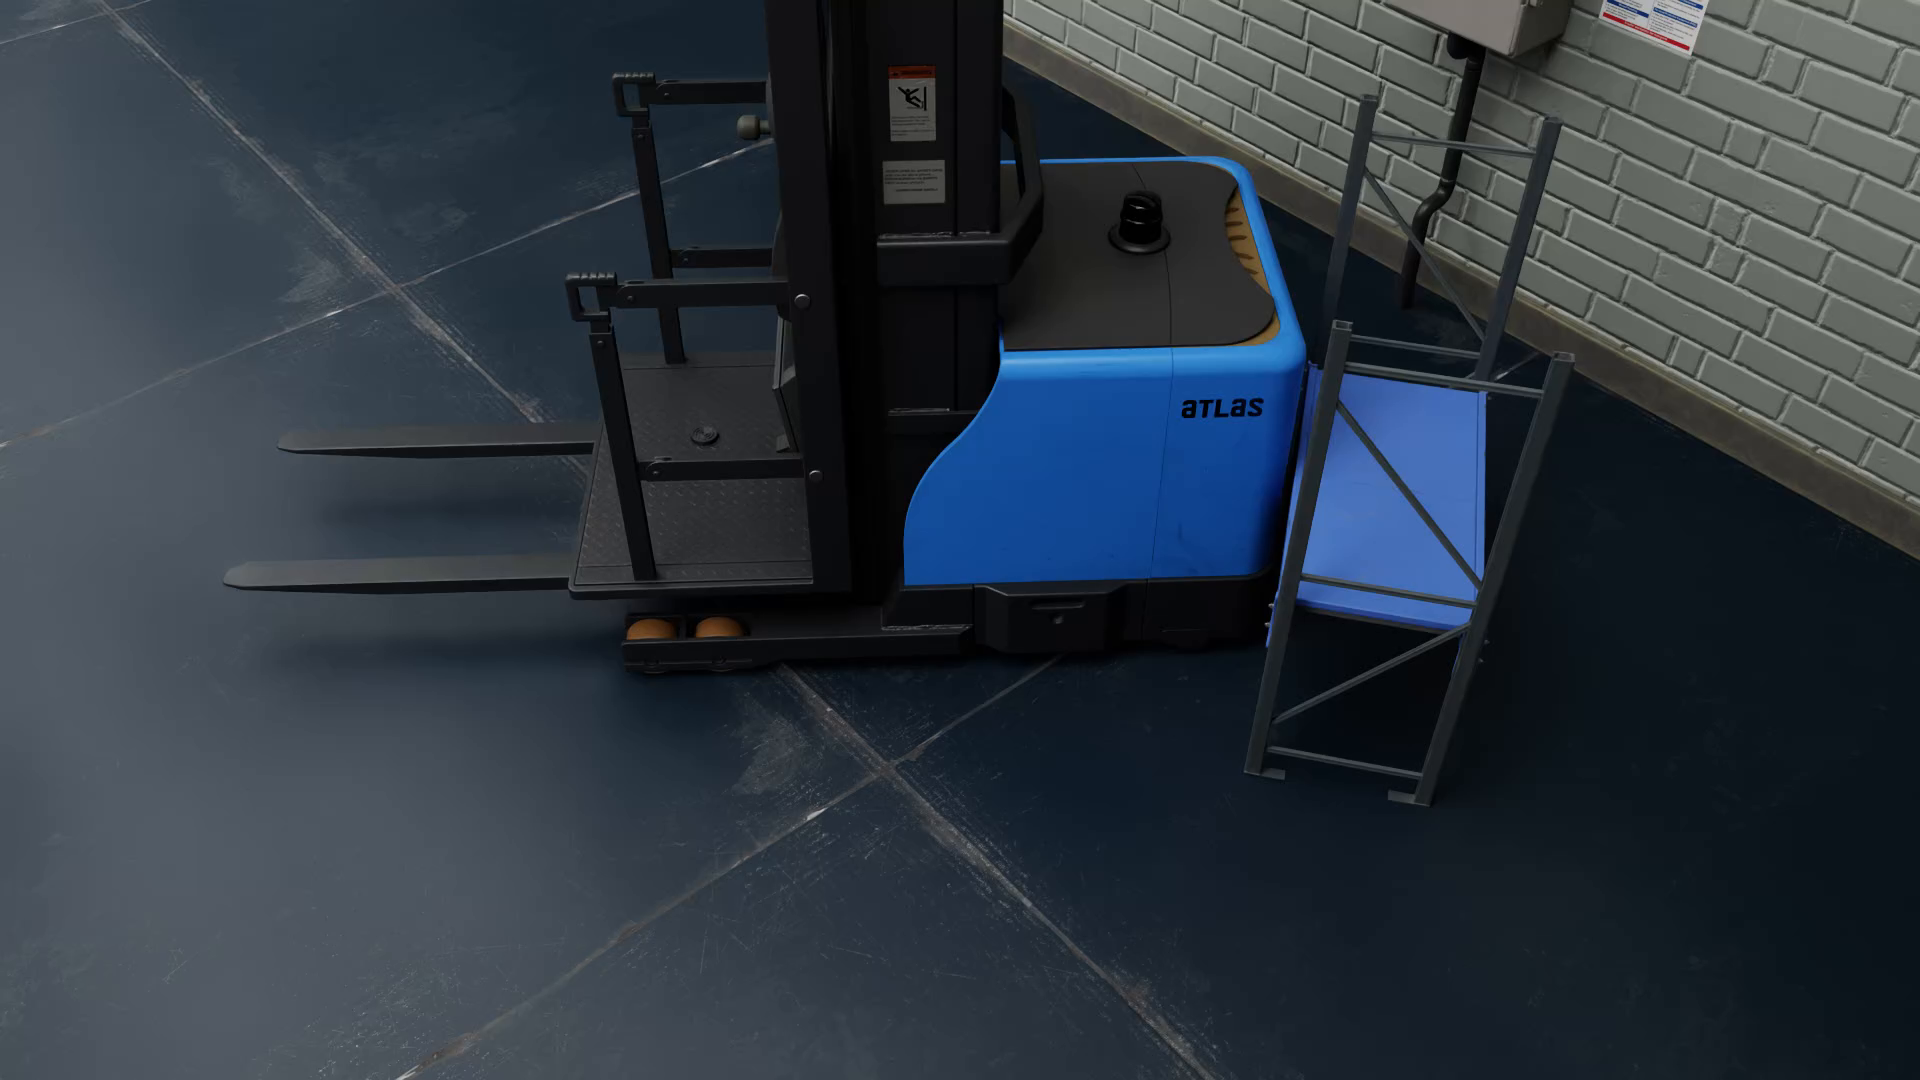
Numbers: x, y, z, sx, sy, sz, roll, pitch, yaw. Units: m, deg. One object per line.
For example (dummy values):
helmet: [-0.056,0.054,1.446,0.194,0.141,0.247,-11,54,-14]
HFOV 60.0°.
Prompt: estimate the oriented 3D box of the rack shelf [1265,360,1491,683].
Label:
rack shelf: [1.147,-0.082,4.501,0.538,0.185,1.000,10,44,9]

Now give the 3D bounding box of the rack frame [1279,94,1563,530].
rack frame: [1.266,-0.551,4.738,0.500,1.500,0.032,10,44,9]

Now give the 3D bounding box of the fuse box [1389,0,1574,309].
fuse box: [1.642,-1.472,5.568,0.414,1.711,0.539,-30,51,-28]

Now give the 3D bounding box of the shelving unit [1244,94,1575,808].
shelving unit: [1.149,-0.213,4.377,0.538,1.500,1.048,10,44,9]

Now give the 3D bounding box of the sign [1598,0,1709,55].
sign: [2.117,-1.739,4.980,0.001,0.494,0.329,-30,51,-28]

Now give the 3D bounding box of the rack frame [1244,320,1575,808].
rack frame: [1.031,0.126,4.017,0.500,1.500,0.032,10,44,9]

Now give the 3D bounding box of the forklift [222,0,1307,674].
forklift: [-0.629,-1.051,4.228,3.031,2.935,1.130,-2,43,-2]
